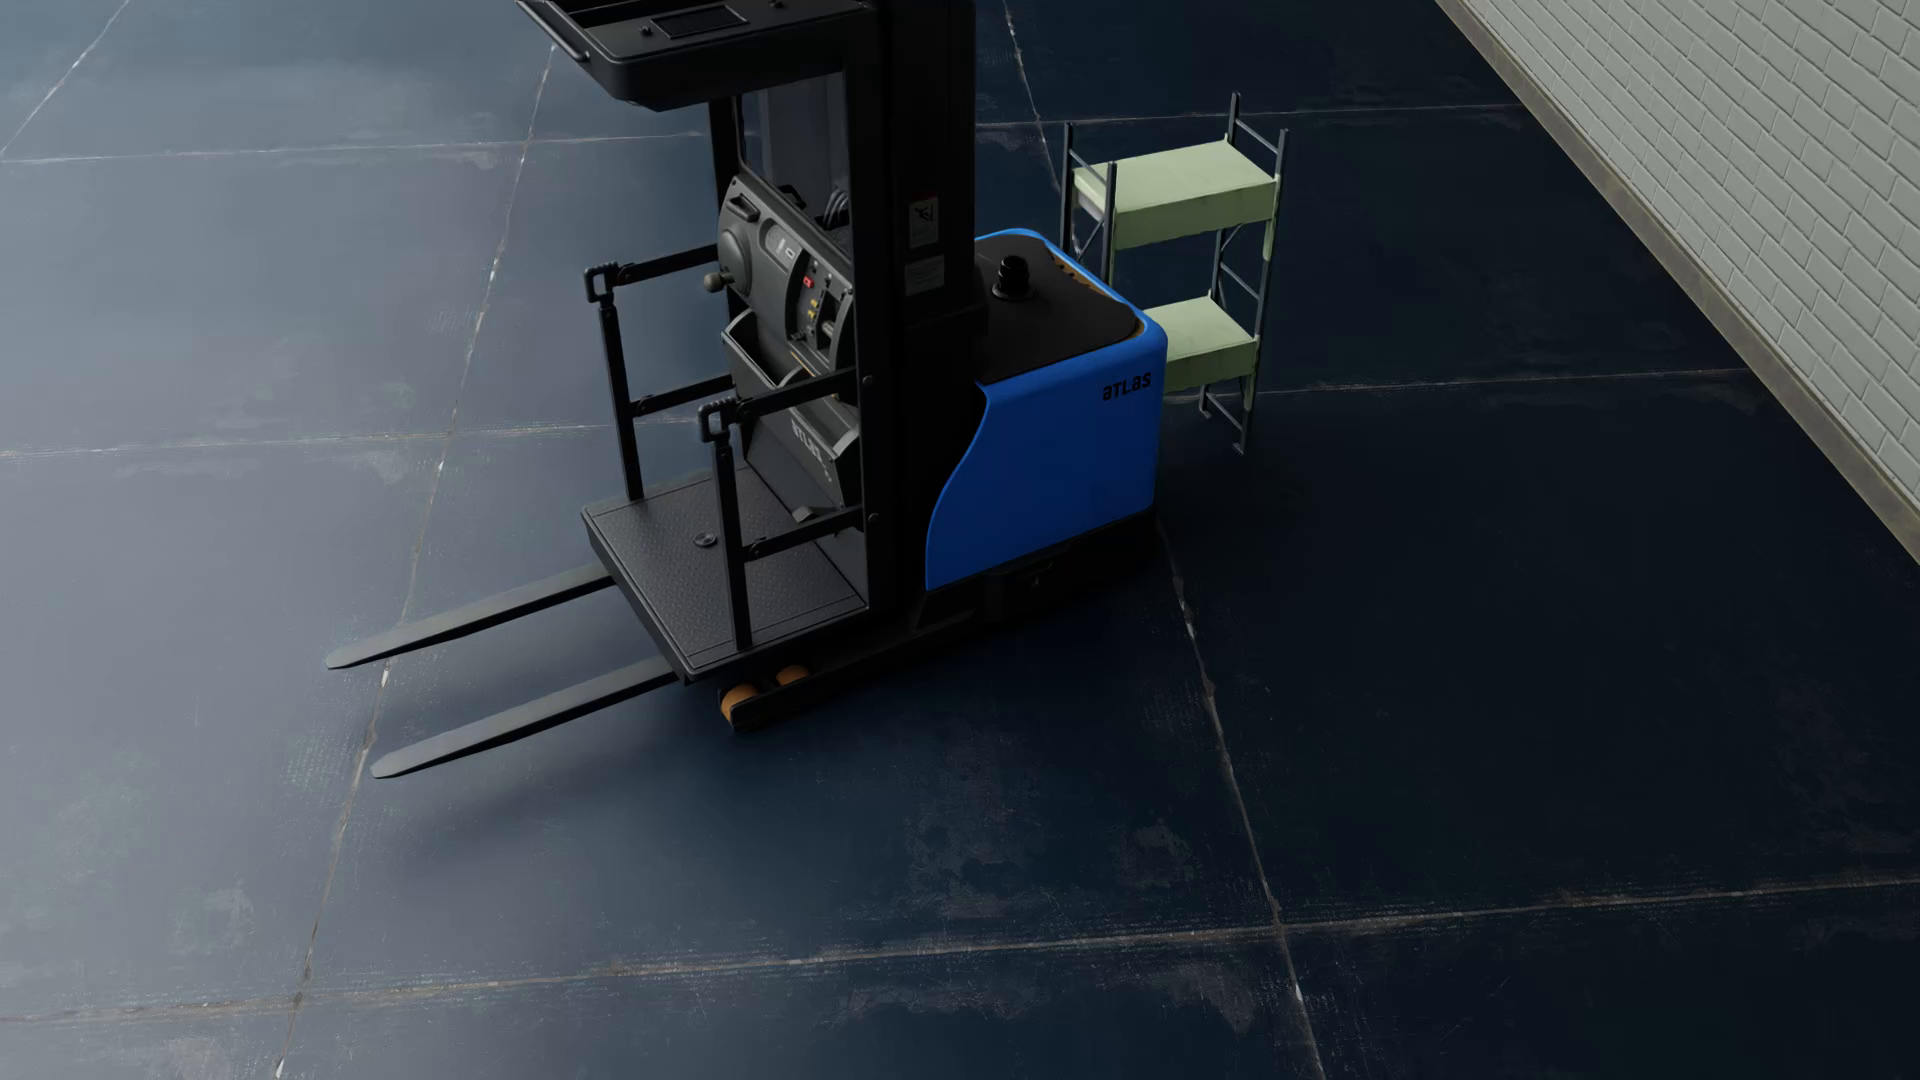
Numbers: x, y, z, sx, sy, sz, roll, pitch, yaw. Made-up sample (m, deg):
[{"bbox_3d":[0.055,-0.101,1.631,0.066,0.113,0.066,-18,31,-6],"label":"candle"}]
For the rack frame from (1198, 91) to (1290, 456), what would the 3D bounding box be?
[{"bbox_3d":[1.162,-1.070,6.895,0.023,1.500,0.400,-15,41,-18],"label":"rack frame"}]

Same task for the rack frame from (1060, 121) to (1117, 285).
[{"bbox_3d":[0.487,-0.895,6.674,0.023,1.500,0.400,-15,41,-18],"label":"rack frame"}]

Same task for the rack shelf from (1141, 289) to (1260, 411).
[{"bbox_3d":[0.825,-0.727,6.986,0.720,0.370,0.431,-15,41,-18],"label":"rack shelf"}]

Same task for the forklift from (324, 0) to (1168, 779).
[{"bbox_3d":[-0.766,-0.852,5.463,3.031,2.935,1.130,-20,42,-23],"label":"forklift"}]

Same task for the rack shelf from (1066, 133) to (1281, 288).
[{"bbox_3d":[0.825,-1.289,6.543,0.720,0.370,0.431,-15,41,-18],"label":"rack shelf"}]

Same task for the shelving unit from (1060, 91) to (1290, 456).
[{"bbox_3d":[0.825,-0.982,6.784,0.755,1.500,0.431,-15,41,-18],"label":"shelving unit"}]
